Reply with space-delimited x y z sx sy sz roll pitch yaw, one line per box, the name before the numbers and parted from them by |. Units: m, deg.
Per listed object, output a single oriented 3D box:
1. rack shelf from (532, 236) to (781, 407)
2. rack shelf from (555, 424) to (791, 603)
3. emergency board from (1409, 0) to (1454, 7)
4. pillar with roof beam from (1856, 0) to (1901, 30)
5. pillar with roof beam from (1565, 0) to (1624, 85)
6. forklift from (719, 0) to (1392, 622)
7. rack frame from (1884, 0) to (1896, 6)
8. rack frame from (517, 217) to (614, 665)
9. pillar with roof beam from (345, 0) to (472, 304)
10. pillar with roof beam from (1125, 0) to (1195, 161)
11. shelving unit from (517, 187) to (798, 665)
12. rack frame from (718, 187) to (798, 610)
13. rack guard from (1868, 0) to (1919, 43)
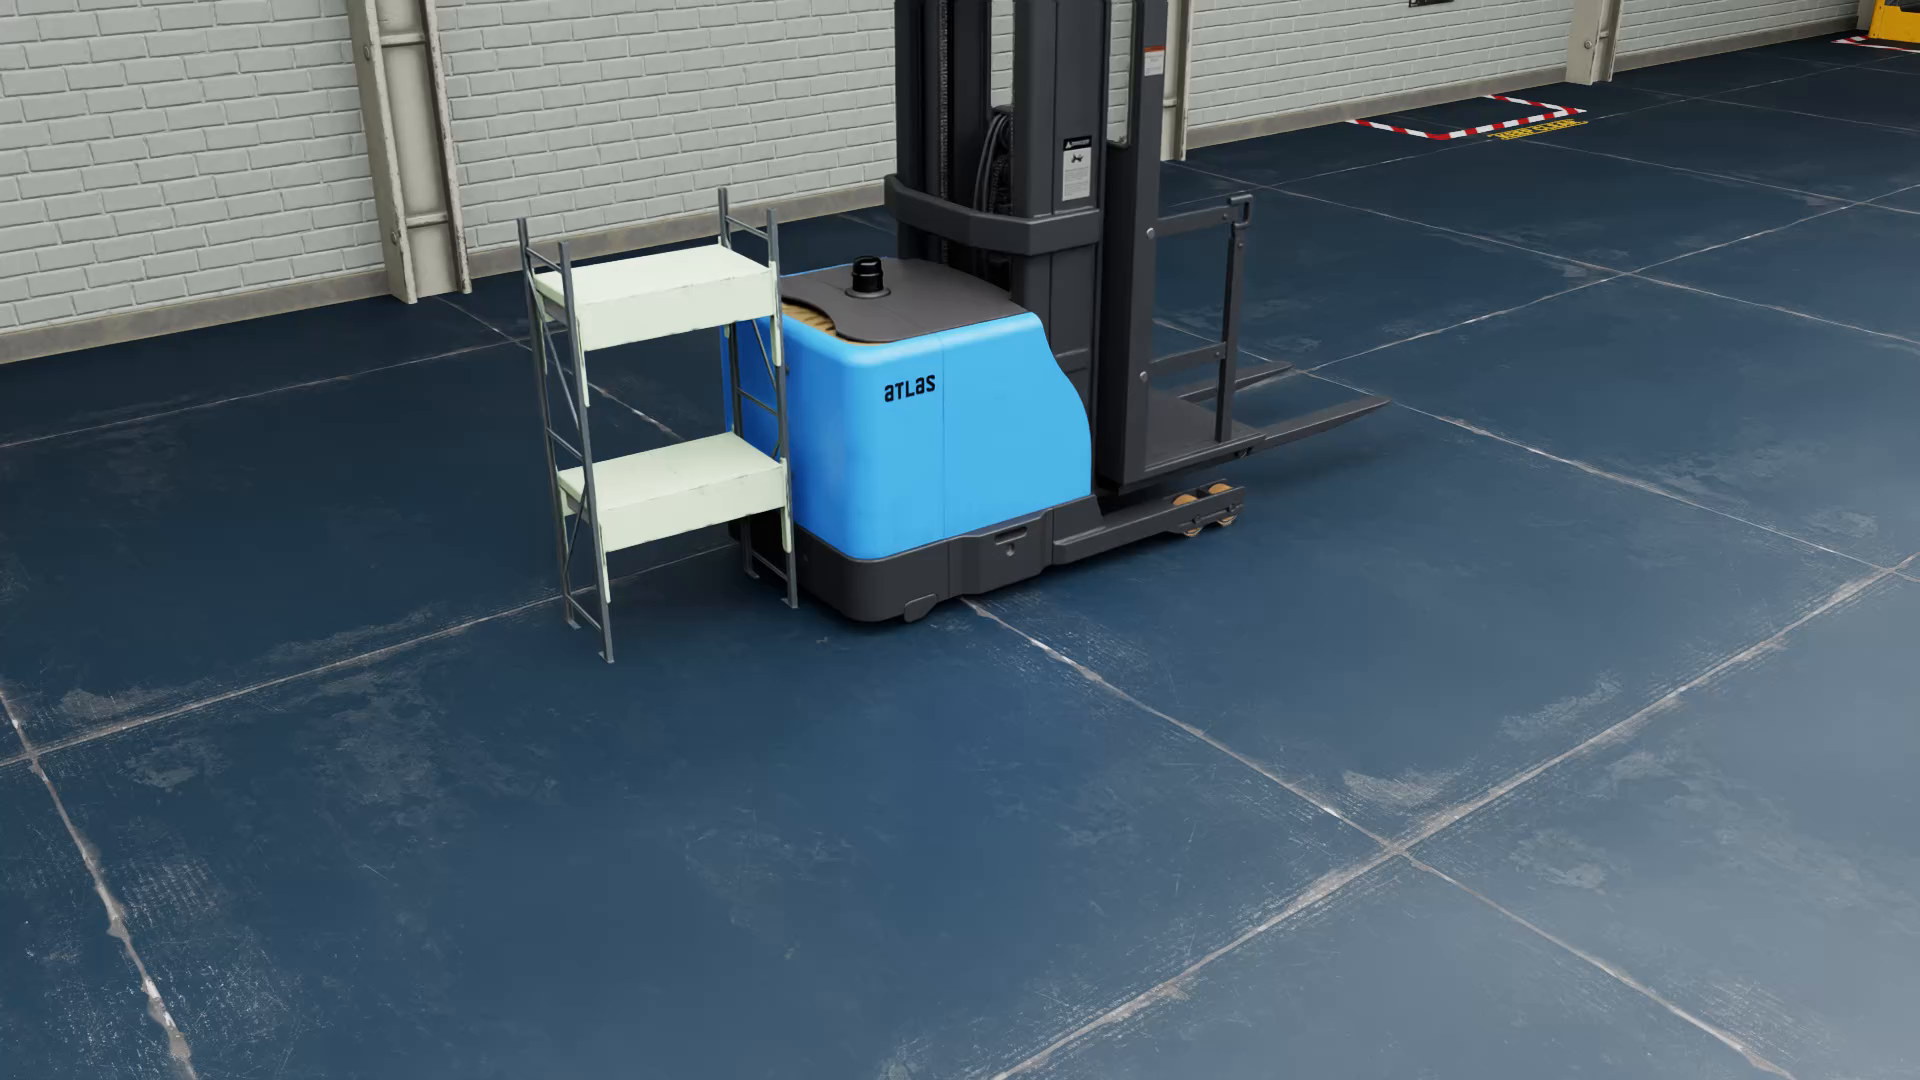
rack shelf | -1.034 -0.757 5.666 0.720 0.370 0.431 -16 29 -30
rack shelf | -1.030 -0.109 5.970 0.720 0.370 0.431 -16 29 -30
emergency board | 4.293 -5.333 14.678 0.626 1.169 0.157 -18 31 -34
pillar with roof beam | 13.657 -8.812 15.048 0.400 9.000 9.100 -18 31 -34
pillar with roof beam | 8.935 -7.254 11.690 0.400 9.000 9.100 -18 31 -34
forklift | 0.563 -1.508 6.517 3.031 2.935 1.130 -17 30 -32
rack frame | 10.983 -7.049 18.375 0.127 3.000 1.000 -18 31 -34
rack frame | -1.336 -0.316 5.648 0.023 1.500 0.400 -16 29 -30
pillar with roof beam | -0.508 -4.136 4.973 0.400 9.000 9.100 -18 31 -34
pillar with roof beam | 4.214 -5.695 8.332 0.400 9.000 9.100 -18 31 -34
shelving unit | -1.032 -0.404 5.832 0.755 1.500 0.431 -16 29 -30
rack frame | -0.728 -0.492 6.015 0.023 1.500 0.400 -16 29 -30
rack guard | 11.043 -5.935 18.944 0.348 0.500 1.175 -18 31 -34
